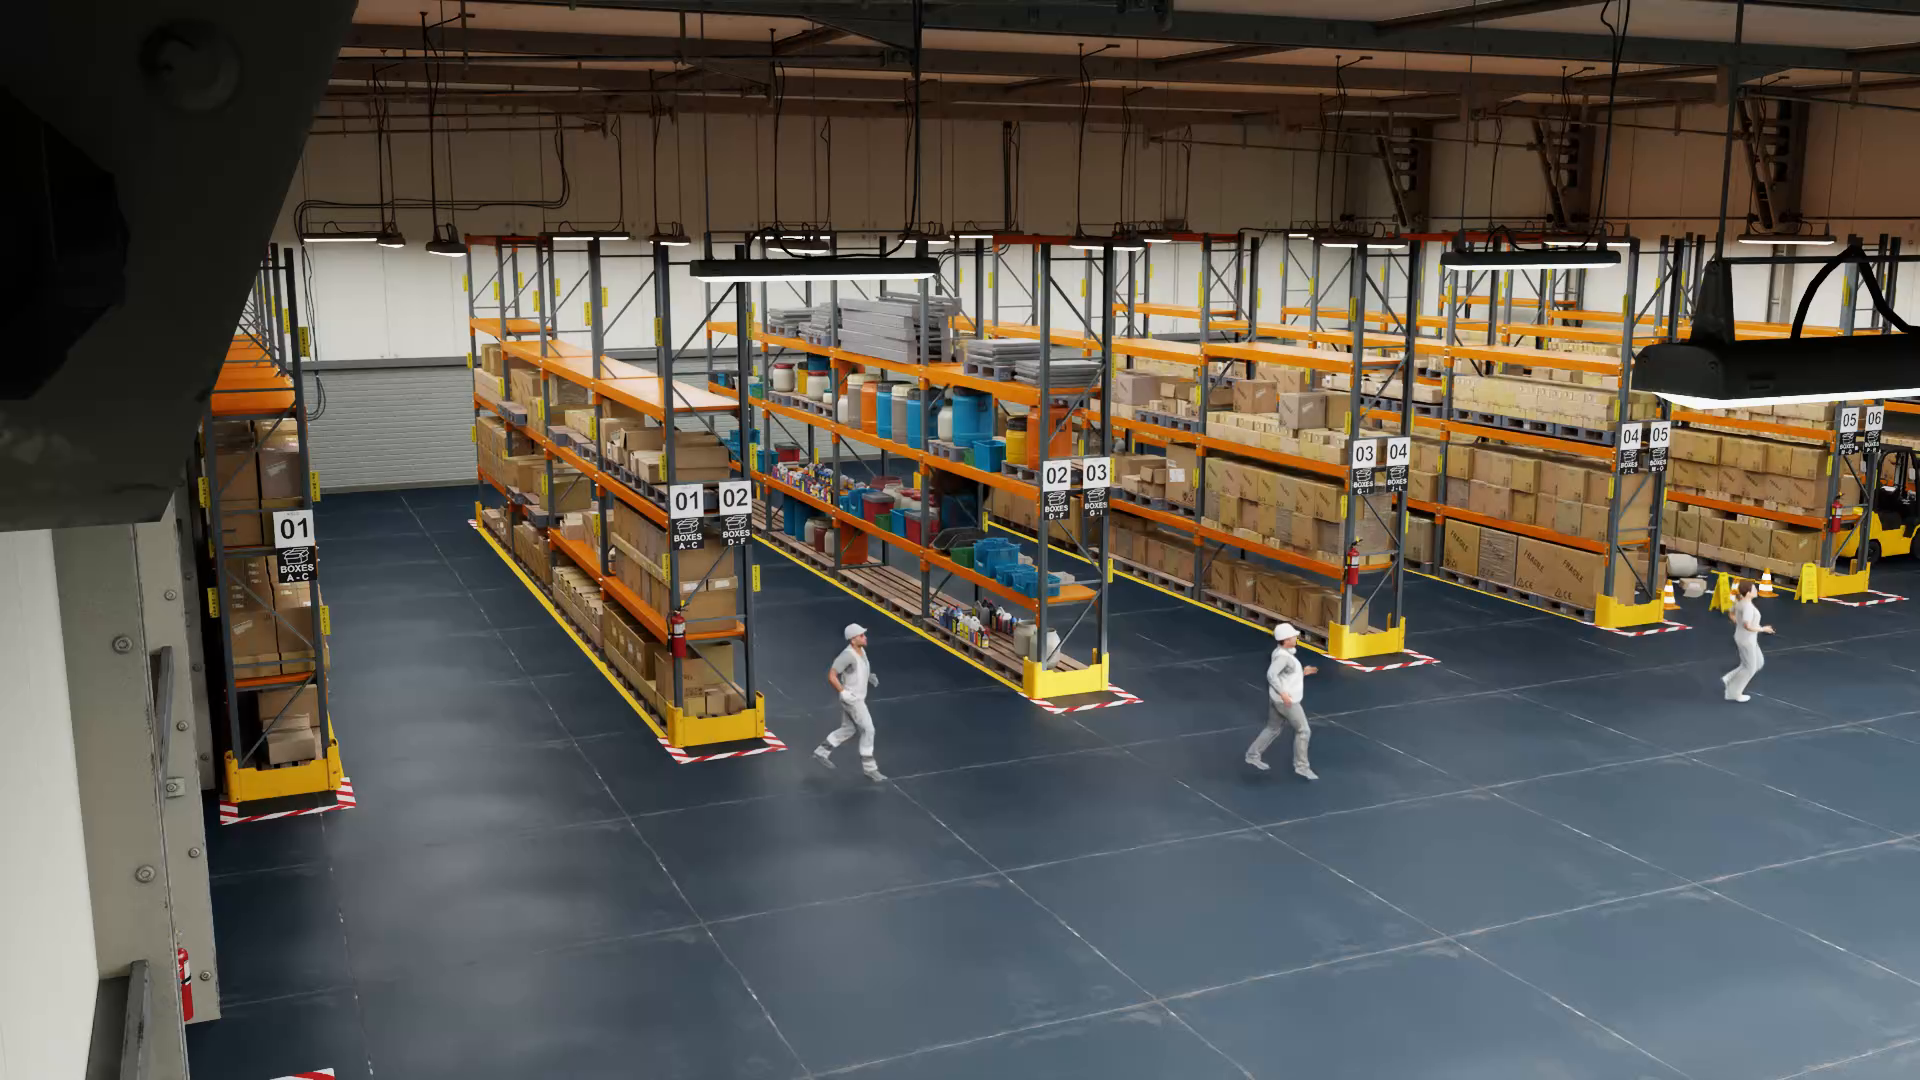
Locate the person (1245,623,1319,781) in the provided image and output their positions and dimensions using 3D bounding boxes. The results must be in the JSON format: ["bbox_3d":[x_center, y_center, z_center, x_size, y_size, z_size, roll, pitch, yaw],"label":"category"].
[{"bbox_3d":[3.689,1.841,18.937,0.825,1.822,0.633,0,11,-2],"label":"person"}]

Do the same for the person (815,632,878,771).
[{"bbox_3d":[-1.299,1.795,18.969,0.746,1.647,0.664,1,11,6],"label":"person"}]

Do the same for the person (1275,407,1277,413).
[{"bbox_3d":[8.309,-3.013,43.896,0.755,1.617,0.753,0,11,-2],"label":"person"}]

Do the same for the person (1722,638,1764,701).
[{"bbox_3d":[10.387,1.533,21.985,0.504,1.214,0.352,3,11,14],"label":"person"}]

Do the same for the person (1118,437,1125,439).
[{"bbox_3d":[4.194,-2.957,41.858,0.444,0.934,0.615,0,11,0],"label":"person"}]
